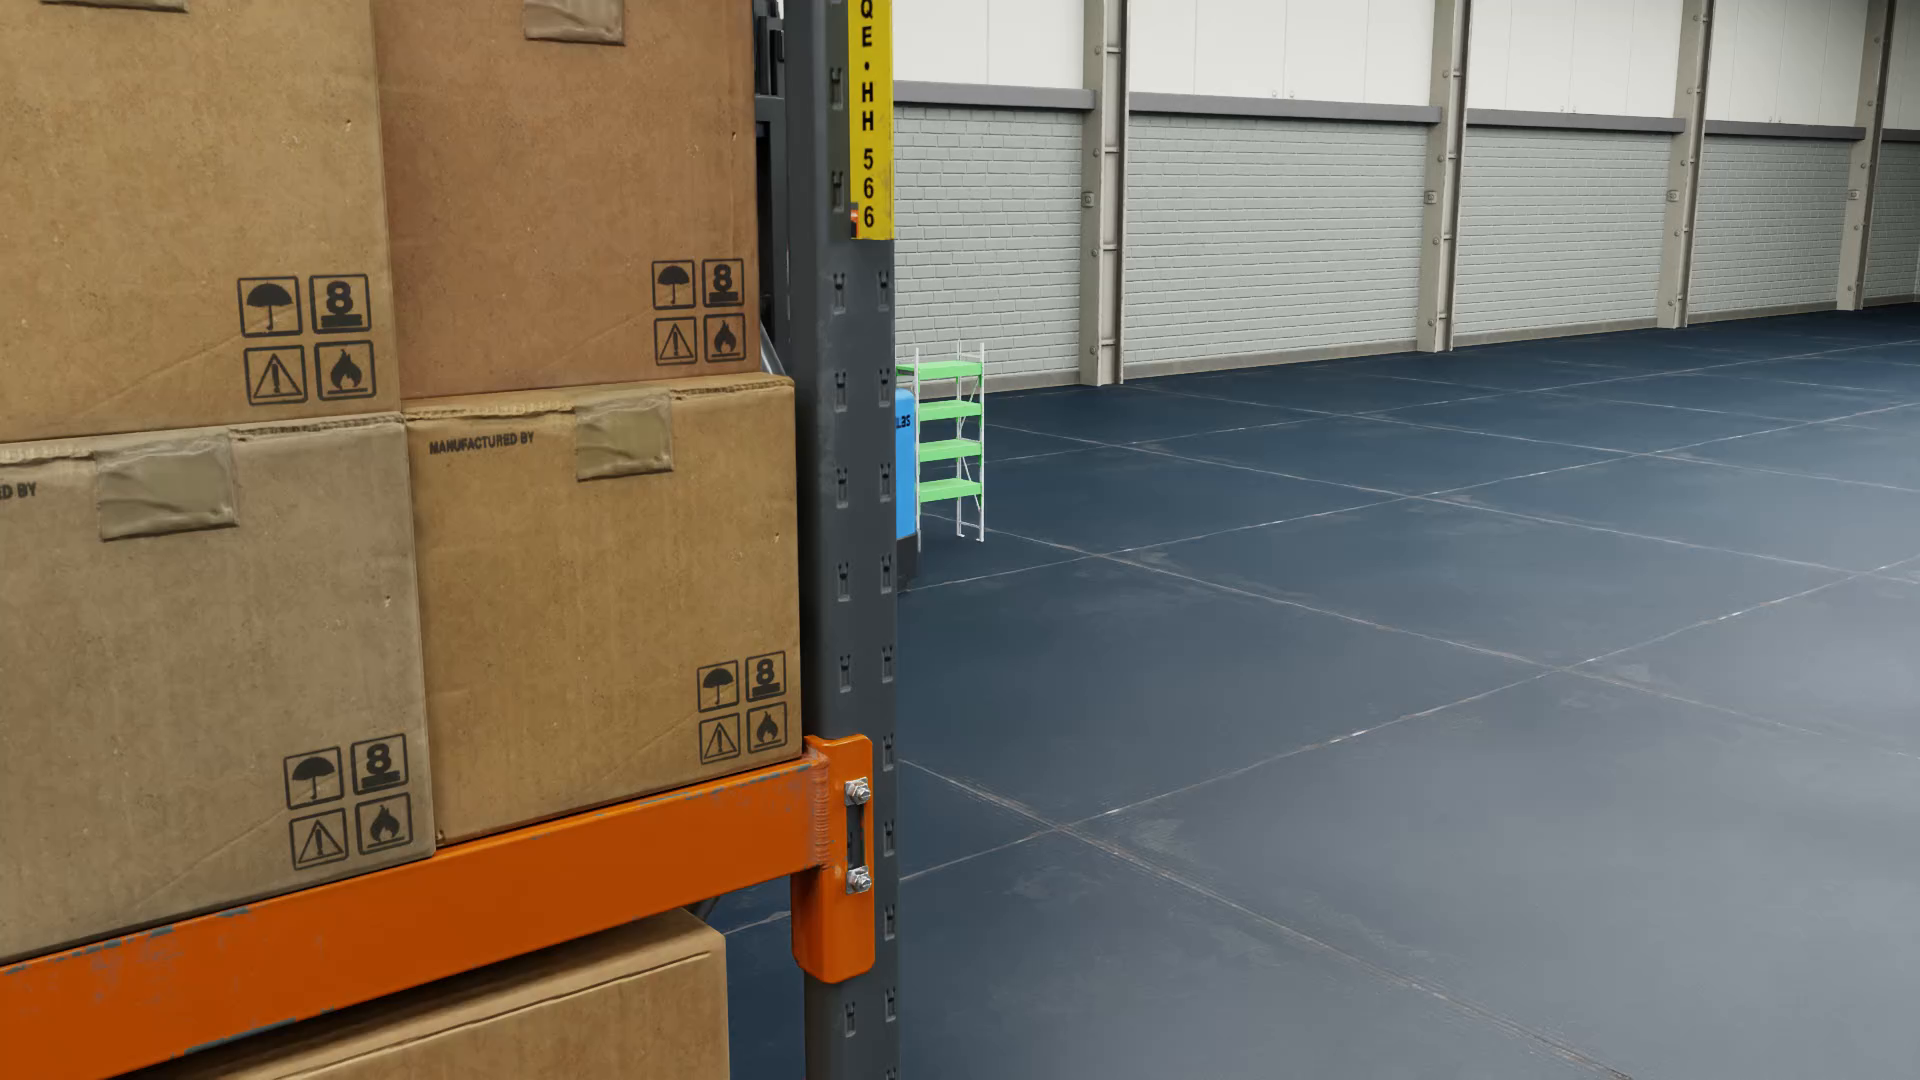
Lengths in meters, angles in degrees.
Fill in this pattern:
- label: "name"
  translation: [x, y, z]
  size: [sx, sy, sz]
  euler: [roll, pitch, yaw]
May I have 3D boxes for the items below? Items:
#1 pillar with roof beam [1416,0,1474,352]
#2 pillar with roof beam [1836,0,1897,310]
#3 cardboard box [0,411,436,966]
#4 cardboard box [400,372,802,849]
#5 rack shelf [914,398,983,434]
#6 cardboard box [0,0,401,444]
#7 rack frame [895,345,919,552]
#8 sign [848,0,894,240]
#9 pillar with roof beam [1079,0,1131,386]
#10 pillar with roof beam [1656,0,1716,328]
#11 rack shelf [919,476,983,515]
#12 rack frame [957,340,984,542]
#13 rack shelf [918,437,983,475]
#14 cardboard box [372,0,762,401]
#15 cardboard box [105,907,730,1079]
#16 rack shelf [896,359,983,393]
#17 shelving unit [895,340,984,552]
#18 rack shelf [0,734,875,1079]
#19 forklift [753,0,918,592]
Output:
- label: "pillar with roof beam"
  translation: [8.915, -6.194, 17.633]
  size: [0.400, 9.000, 9.100]
  euler: [-9, 15, -38]
- label: "pillar with roof beam"
  translation: [18.285, -7.751, 24.966]
  size: [0.400, 9.000, 9.100]
  euler: [-9, 15, -38]
- label: "cardboard box"
  translation: [-1.125, 0.085, 2.144]
  size: [0.550, 0.550, 0.875]
  euler: [-9, 15, -38]
- label: "cardboard box"
  translation: [-0.710, 0.011, 2.497]
  size: [0.550, 0.550, 0.875]
  euler: [-9, 15, -38]
- label: "rack shelf"
  translation: [-0.129, -0.738, 9.866]
  size: [0.480, 0.148, 0.258]
  euler: [-9, 15, -38]
- label: "cardboard box"
  translation: [-1.134, -0.445, 2.042]
  size: [0.550, 0.550, 0.875]
  euler: [-9, 15, -38]
- label: "rack frame"
  translation: [-0.320, -0.534, 9.754]
  size: [0.015, 1.200, 0.240]
  euler: [-9, 15, -38]
- label: "sign"
  translation: [-0.120, -0.564, 2.206]
  size: [0.005, 0.325, 0.100]
  euler: [-9, 15, -38]
- label: "pillar with roof beam"
  translation: [4.230, -5.415, 13.966]
  size: [0.400, 9.000, 9.100]
  euler: [-9, 15, -38]
- label: "pillar with roof beam"
  translation: [13.600, -6.972, 21.299]
  size: [0.400, 9.000, 9.100]
  euler: [-9, 15, -38]
- label: "rack shelf"
  translation: [-0.129, -0.268, 9.966]
  size: [0.480, 0.148, 0.258]
  euler: [-9, 15, -38]
- label: "rack frame"
  translation: [0.061, -0.597, 10.052]
  size: [0.015, 1.200, 0.240]
  euler: [-9, 15, -38]
- label: "rack shelf"
  translation: [-0.129, -0.503, 9.916]
  size: [0.480, 0.148, 0.258]
  euler: [-9, 15, -38]
- label: "cardboard box"
  translation: [-0.762, -0.531, 2.449]
  size: [0.550, 0.550, 0.875]
  euler: [-9, 15, -38]
- label: "cardboard box"
  translation: [-0.936, 0.961, 2.486]
  size: [0.875, 0.875, 0.875]
  euler: [-9, 15, -37]
- label: "rack shelf"
  translation: [-0.129, -0.972, 9.817]
  size: [0.480, 0.148, 0.258]
  euler: [-9, 15, -38]
- label: "shelving unit"
  translation: [-0.129, -0.565, 9.903]
  size: [0.503, 1.200, 0.258]
  euler: [-9, 15, -38]
- label: "rack shelf"
  translation: [-2.010, 0.640, 1.626]
  size: [4.000, 0.370, 1.077]
  euler: [-9, 15, -38]
- label: "forklift"
  translation: [-1.403, -0.963, 7.609]
  size: [1.130, 2.935, 3.031]
  euler: [7, 14, 30]
